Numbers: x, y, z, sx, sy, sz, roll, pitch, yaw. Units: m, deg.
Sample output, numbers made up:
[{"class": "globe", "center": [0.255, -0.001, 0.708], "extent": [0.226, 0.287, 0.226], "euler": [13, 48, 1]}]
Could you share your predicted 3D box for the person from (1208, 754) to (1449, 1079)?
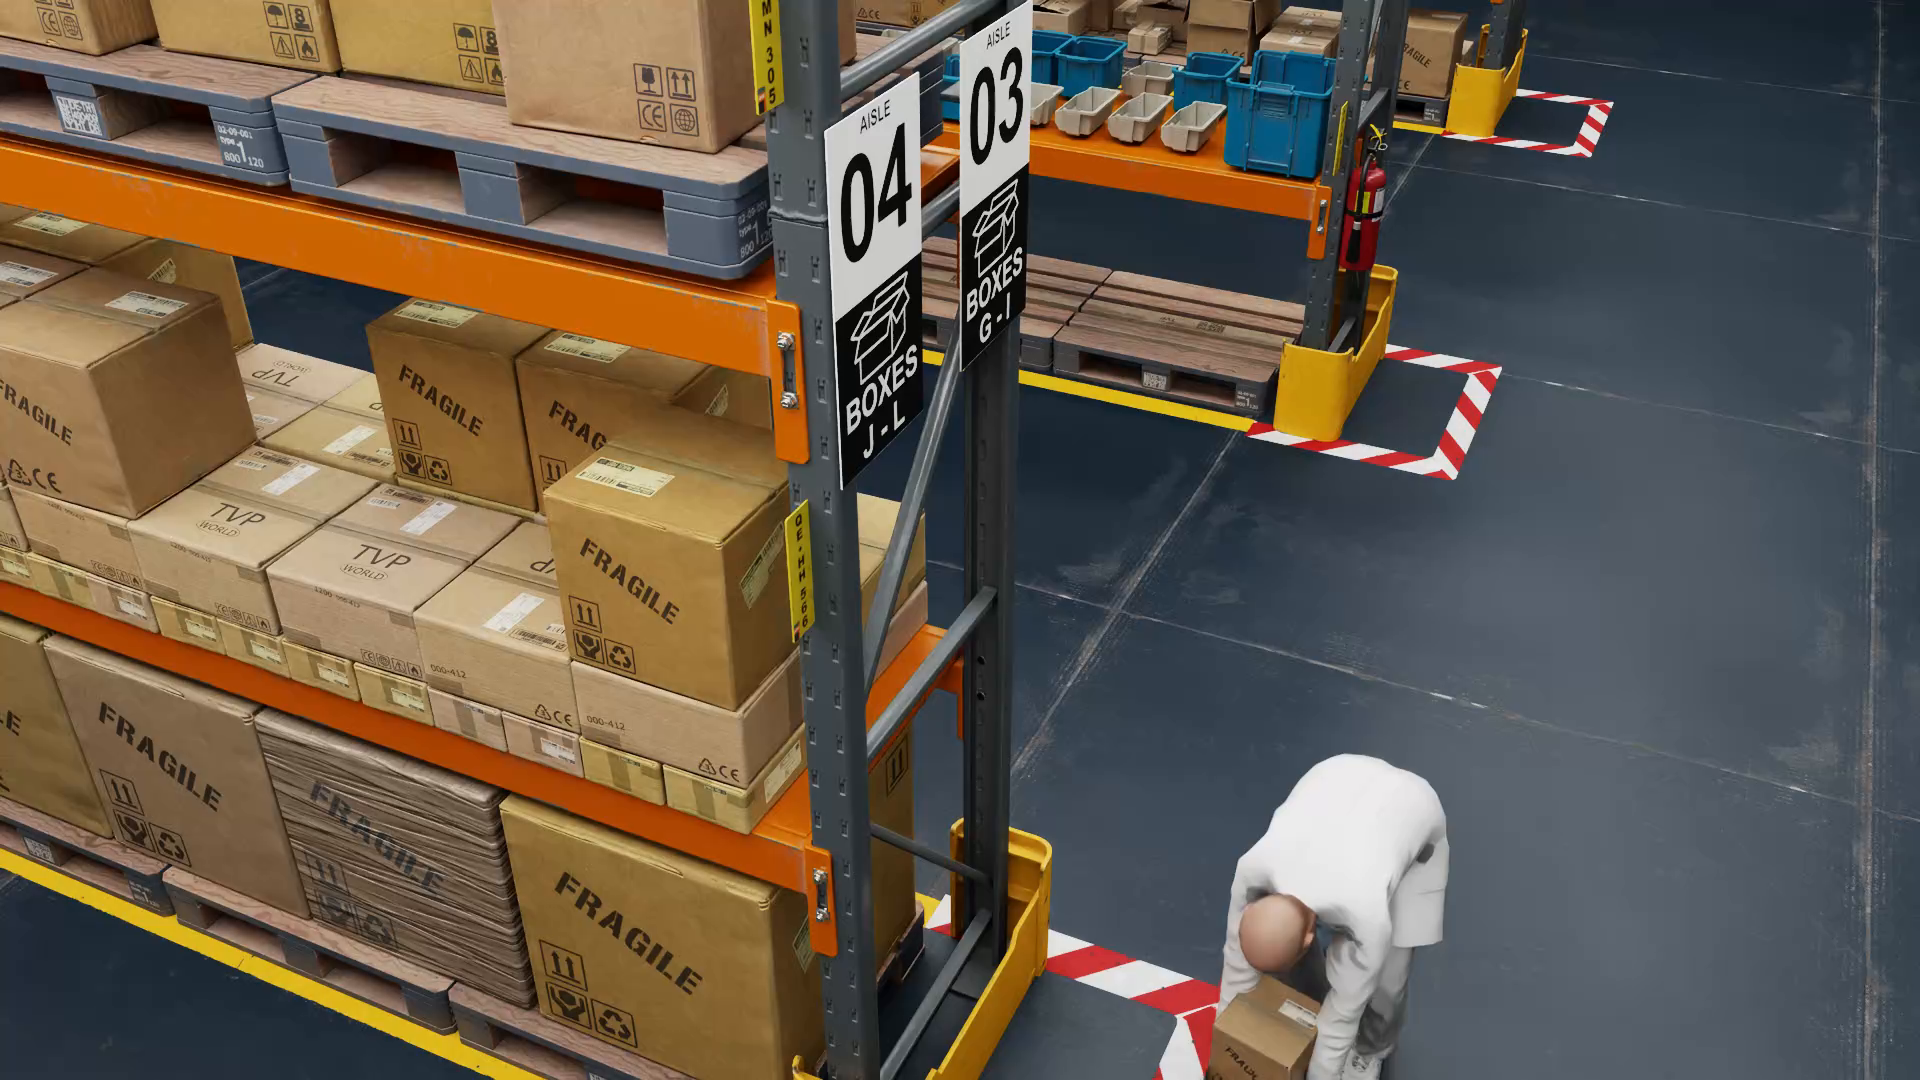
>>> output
[{"class": "person", "center": [1.038, 1.234, 4.855], "extent": [0.569, 1.140, 0.948], "euler": [22, 39, 30]}]
